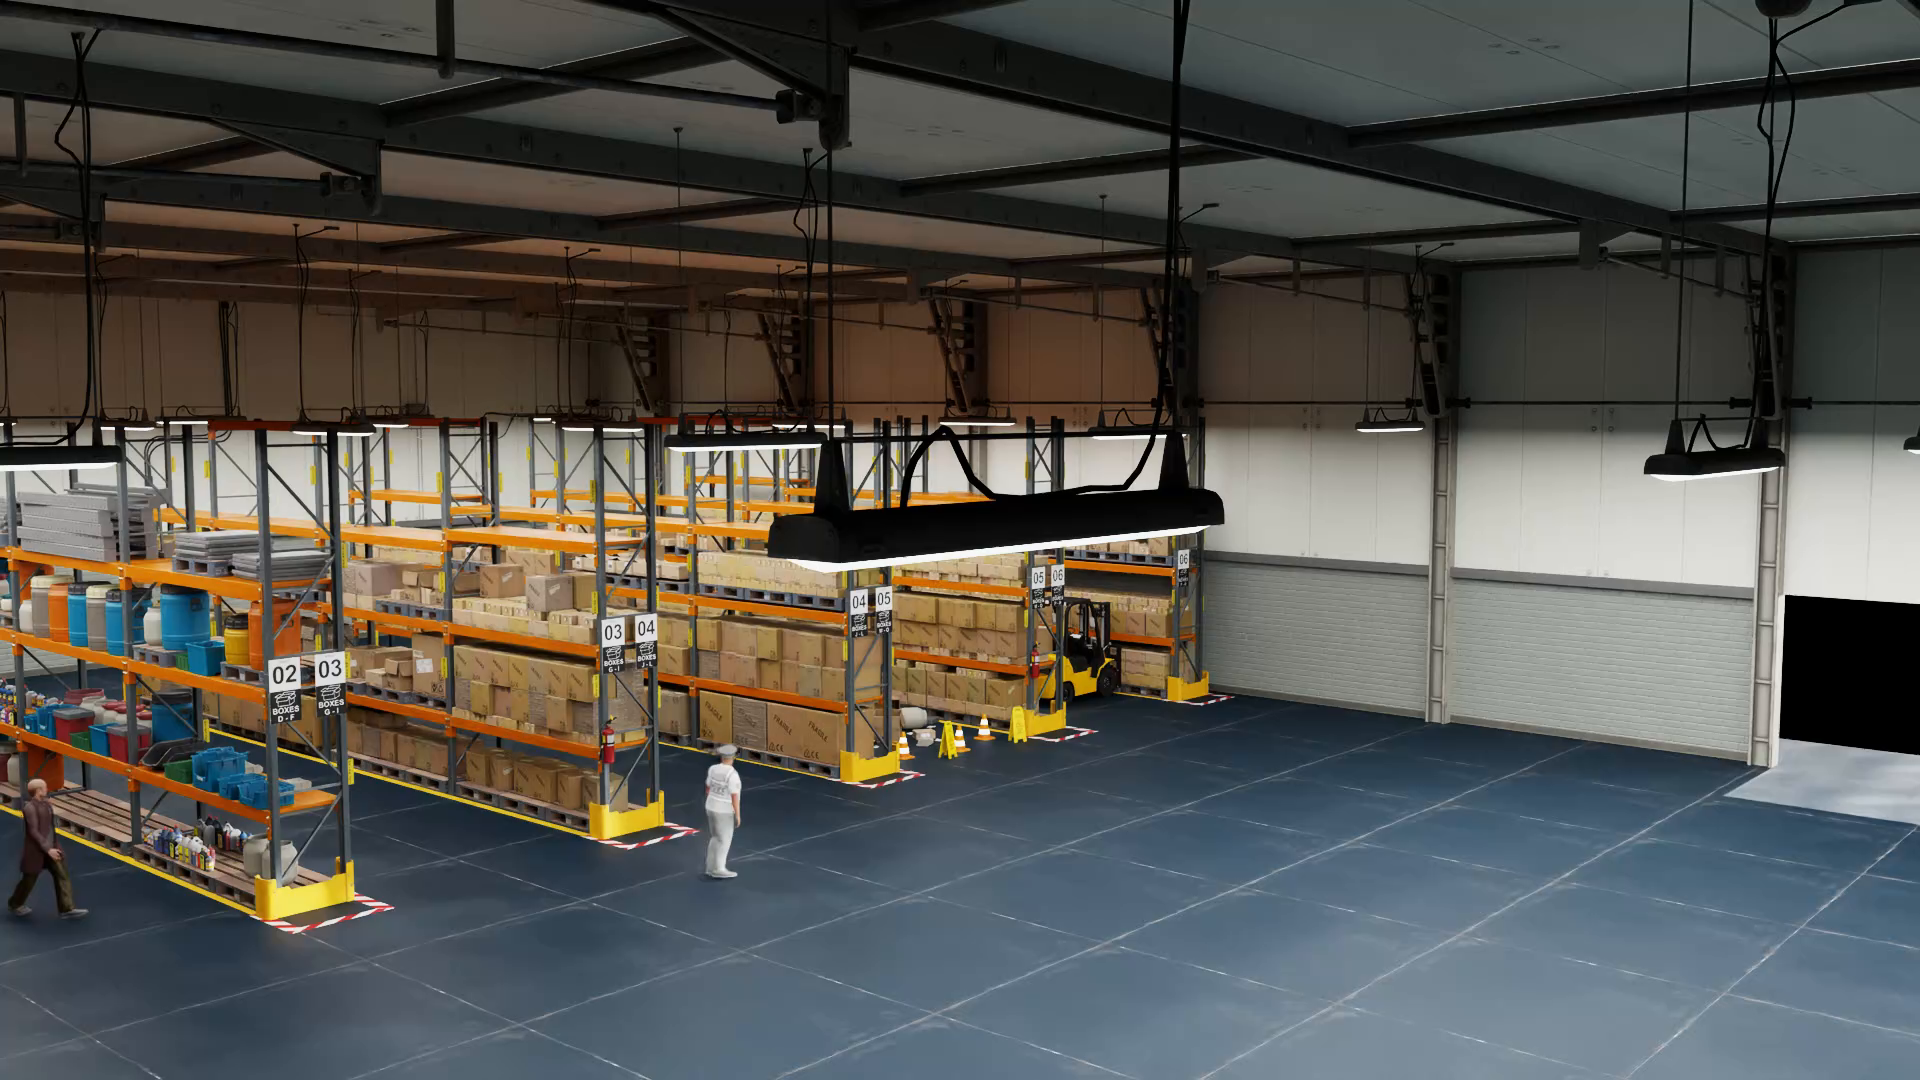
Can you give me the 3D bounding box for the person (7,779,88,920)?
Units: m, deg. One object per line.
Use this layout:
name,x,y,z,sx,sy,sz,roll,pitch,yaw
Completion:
person,-11.211,3.776,20.303,1.082,1.738,0.528,2,5,20

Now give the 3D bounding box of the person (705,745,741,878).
person,-3.155,3.618,22.142,0.415,1.751,0.586,-4,6,-40
